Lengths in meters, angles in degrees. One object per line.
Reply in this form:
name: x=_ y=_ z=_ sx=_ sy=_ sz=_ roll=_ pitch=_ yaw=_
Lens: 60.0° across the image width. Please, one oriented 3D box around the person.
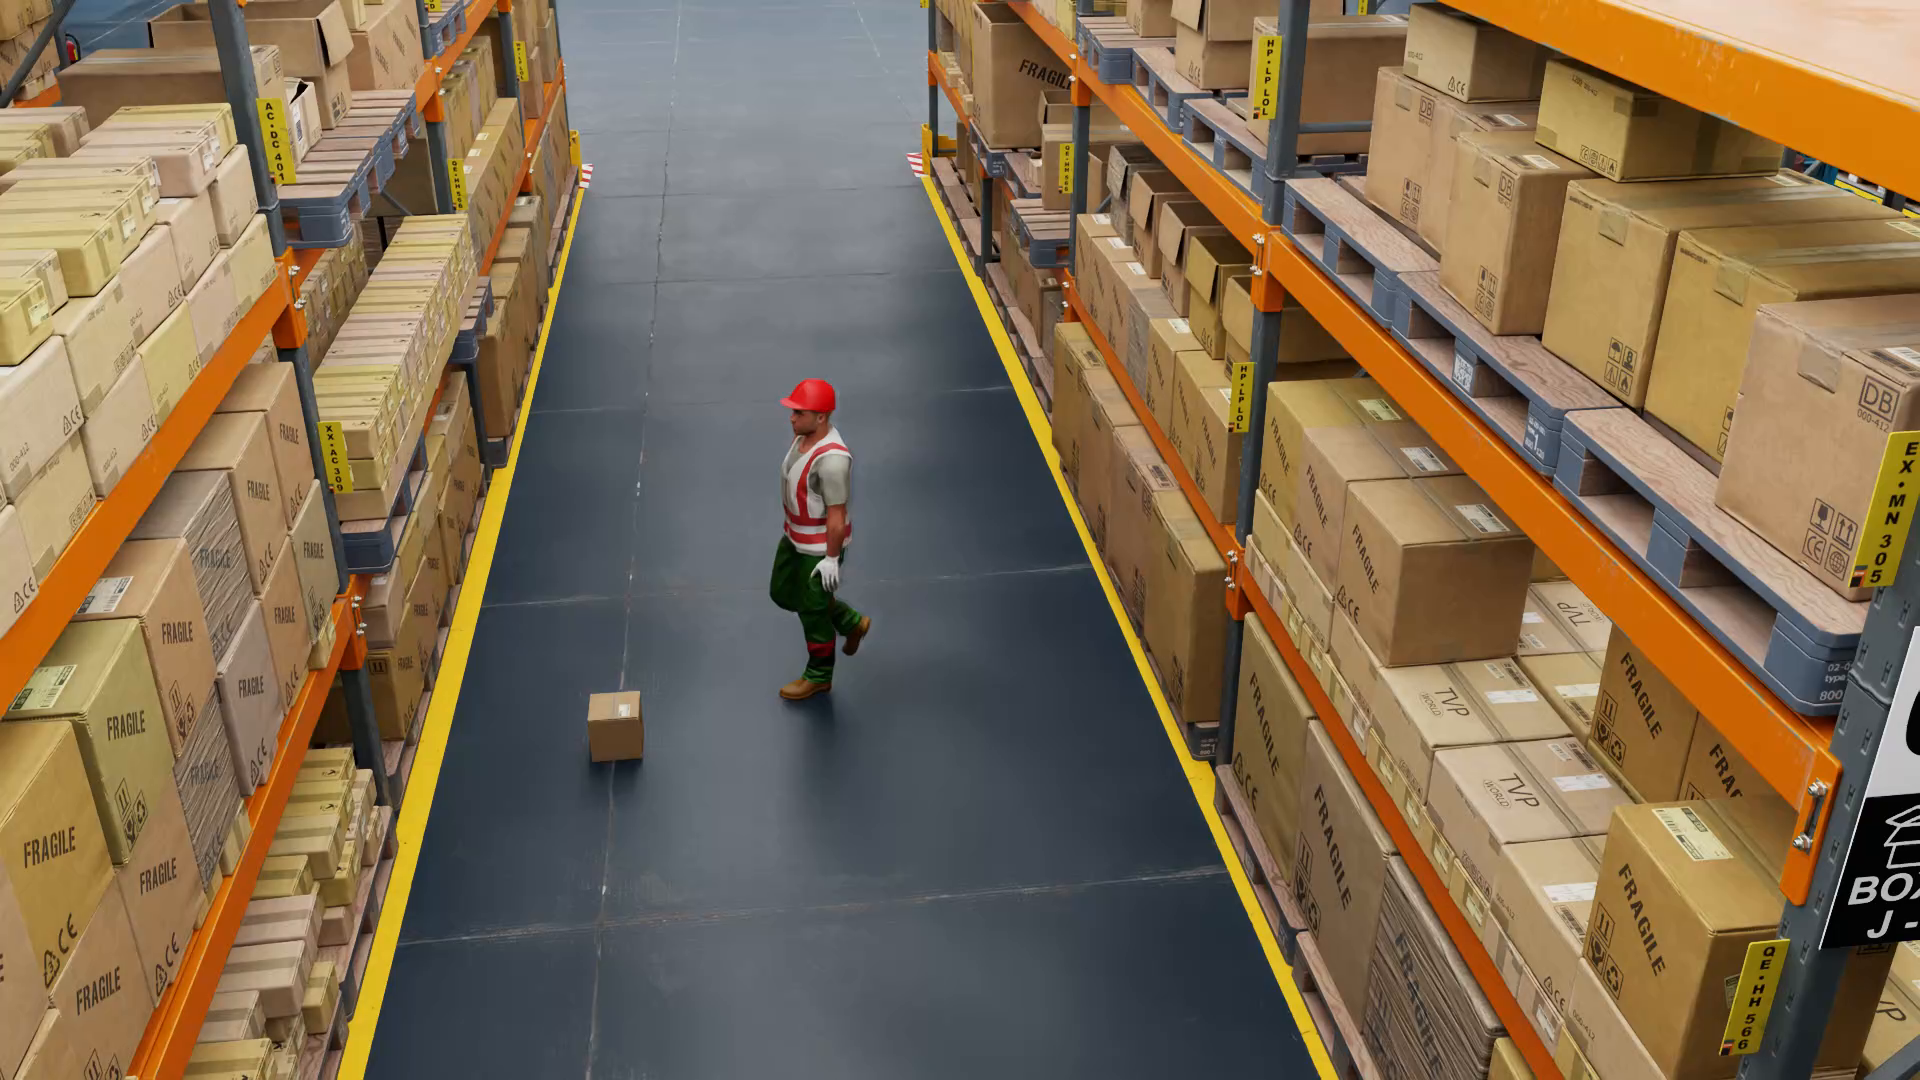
person: x=-0.711 y=-0.009 z=8.549 sx=0.562 sy=1.780 sz=0.591 roll=-12 pitch=29 yaw=-23
